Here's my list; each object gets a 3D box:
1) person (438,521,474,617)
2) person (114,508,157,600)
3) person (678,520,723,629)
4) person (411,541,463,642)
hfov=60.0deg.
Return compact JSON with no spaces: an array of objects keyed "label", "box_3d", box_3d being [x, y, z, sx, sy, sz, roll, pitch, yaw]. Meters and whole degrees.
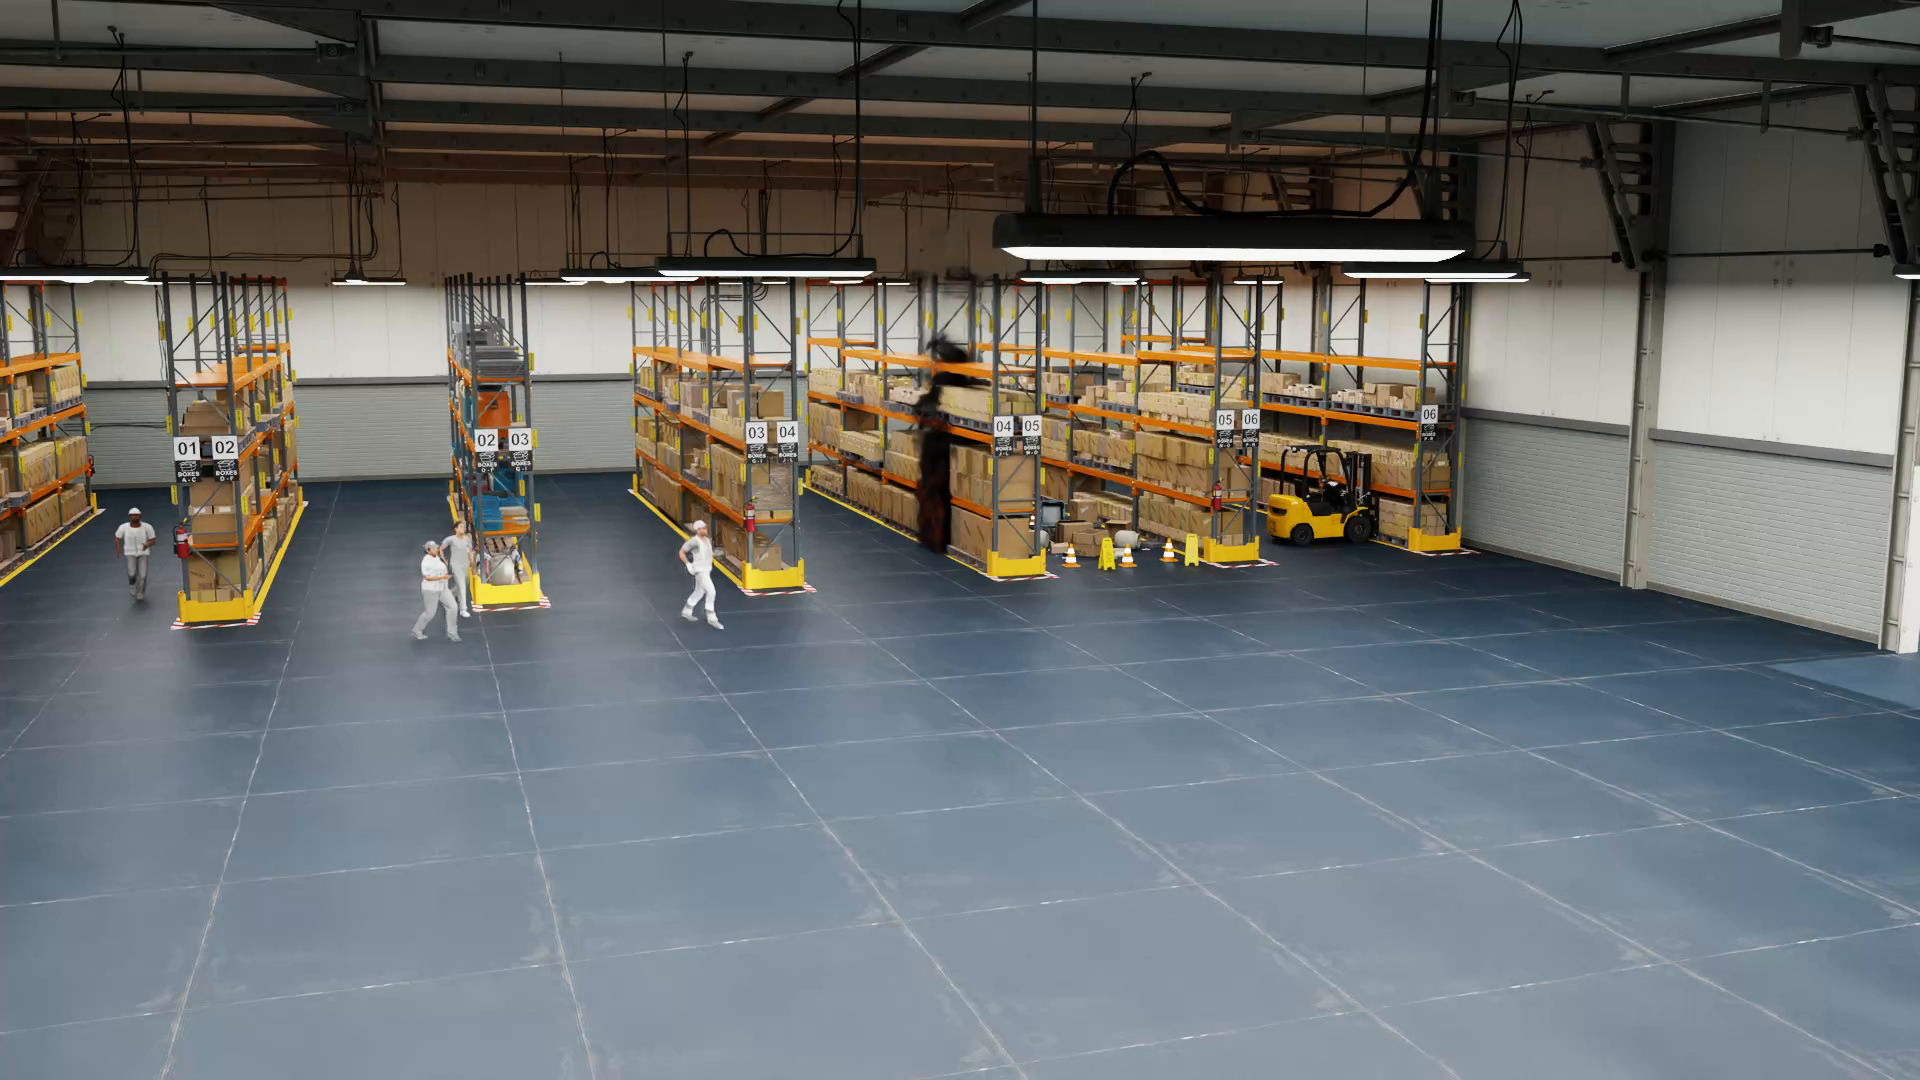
[{"label":"person","box_3d":[-8.850,0.493,29.419,0.812,1.659,0.605,7,11,39]},{"label":"person","box_3d":[-15.118,0.275,30.531,0.691,1.721,0.586,-4,10,-26]},{"label":"person","box_3d":[-4.402,0.574,28.272,0.835,1.834,0.654,2,9,14]},{"label":"person","box_3d":[-8.553,0.852,27.097,0.816,1.703,0.607,2,9,13]}]
